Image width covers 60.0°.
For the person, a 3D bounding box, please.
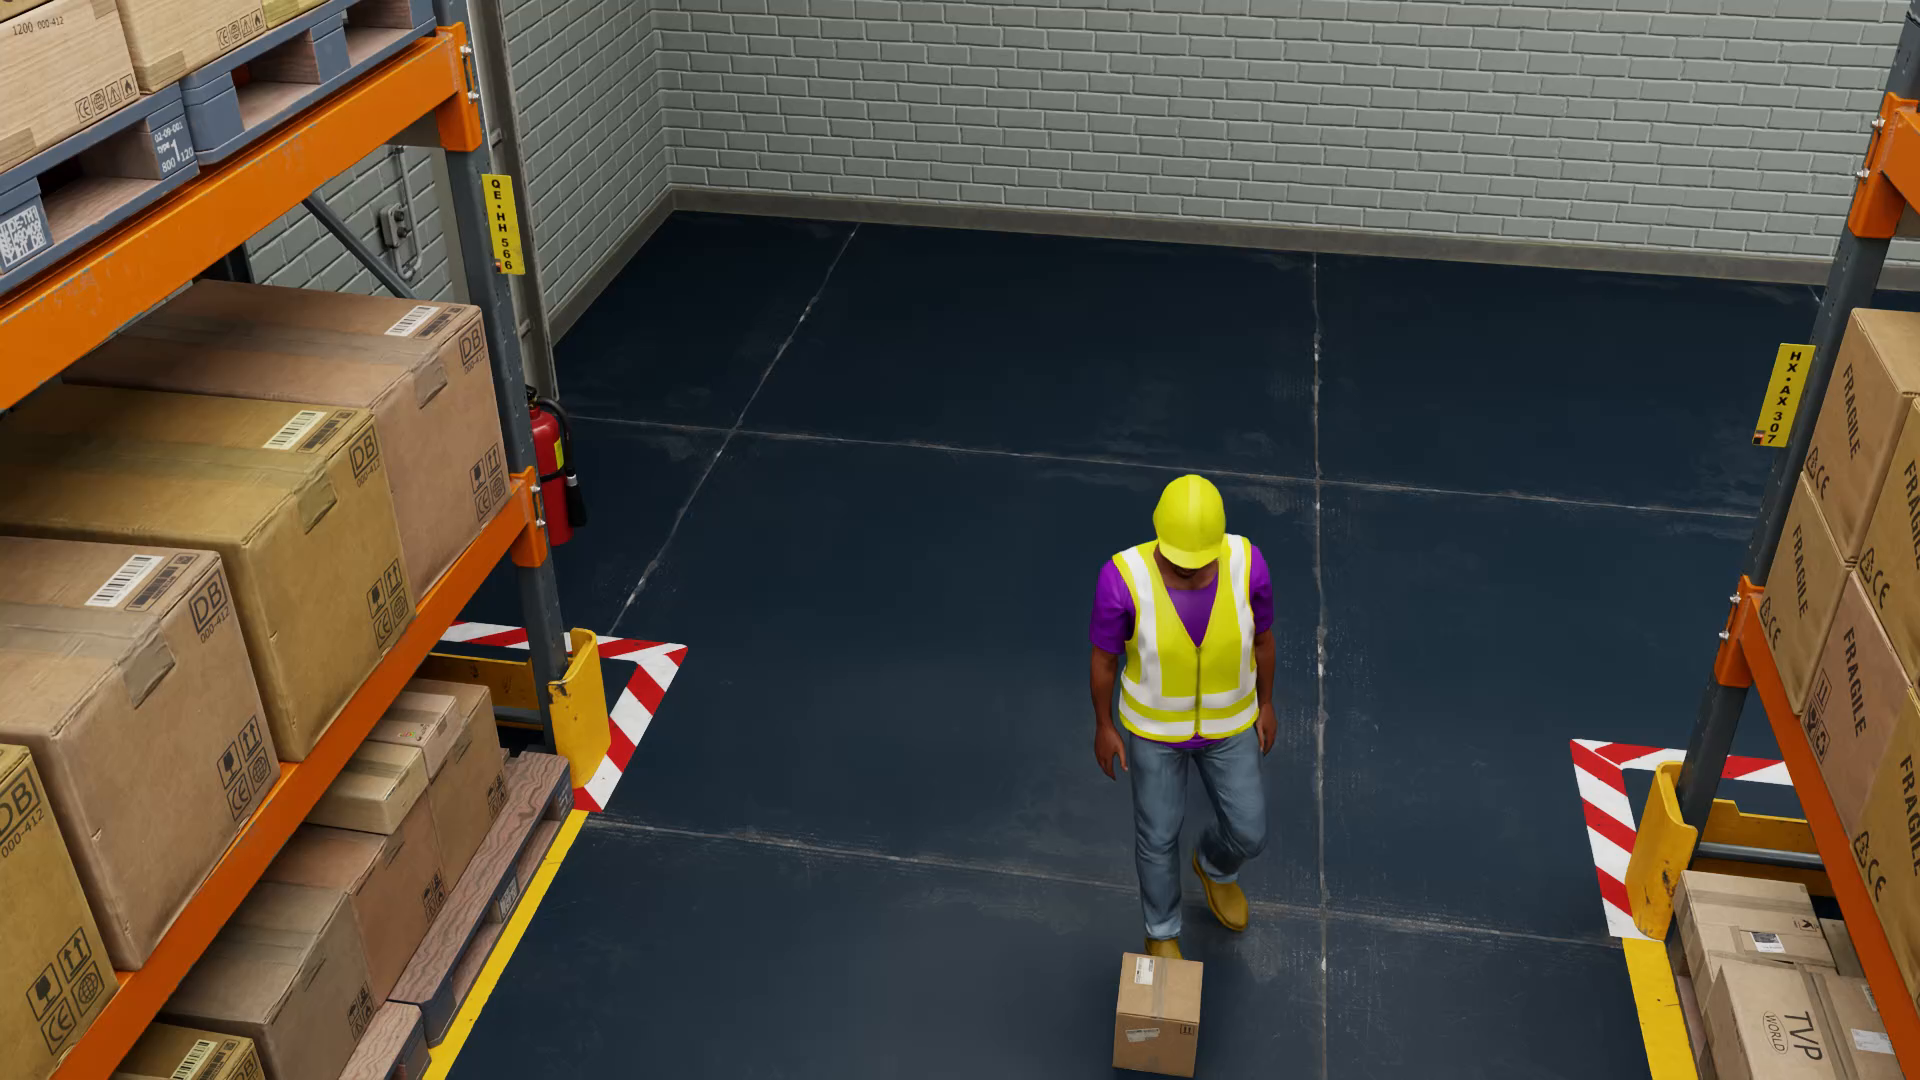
[{"bbox_3d":[0.708,0.603,5.118,0.611,1.763,0.532,-2,32,-3],"label":"person"}]
